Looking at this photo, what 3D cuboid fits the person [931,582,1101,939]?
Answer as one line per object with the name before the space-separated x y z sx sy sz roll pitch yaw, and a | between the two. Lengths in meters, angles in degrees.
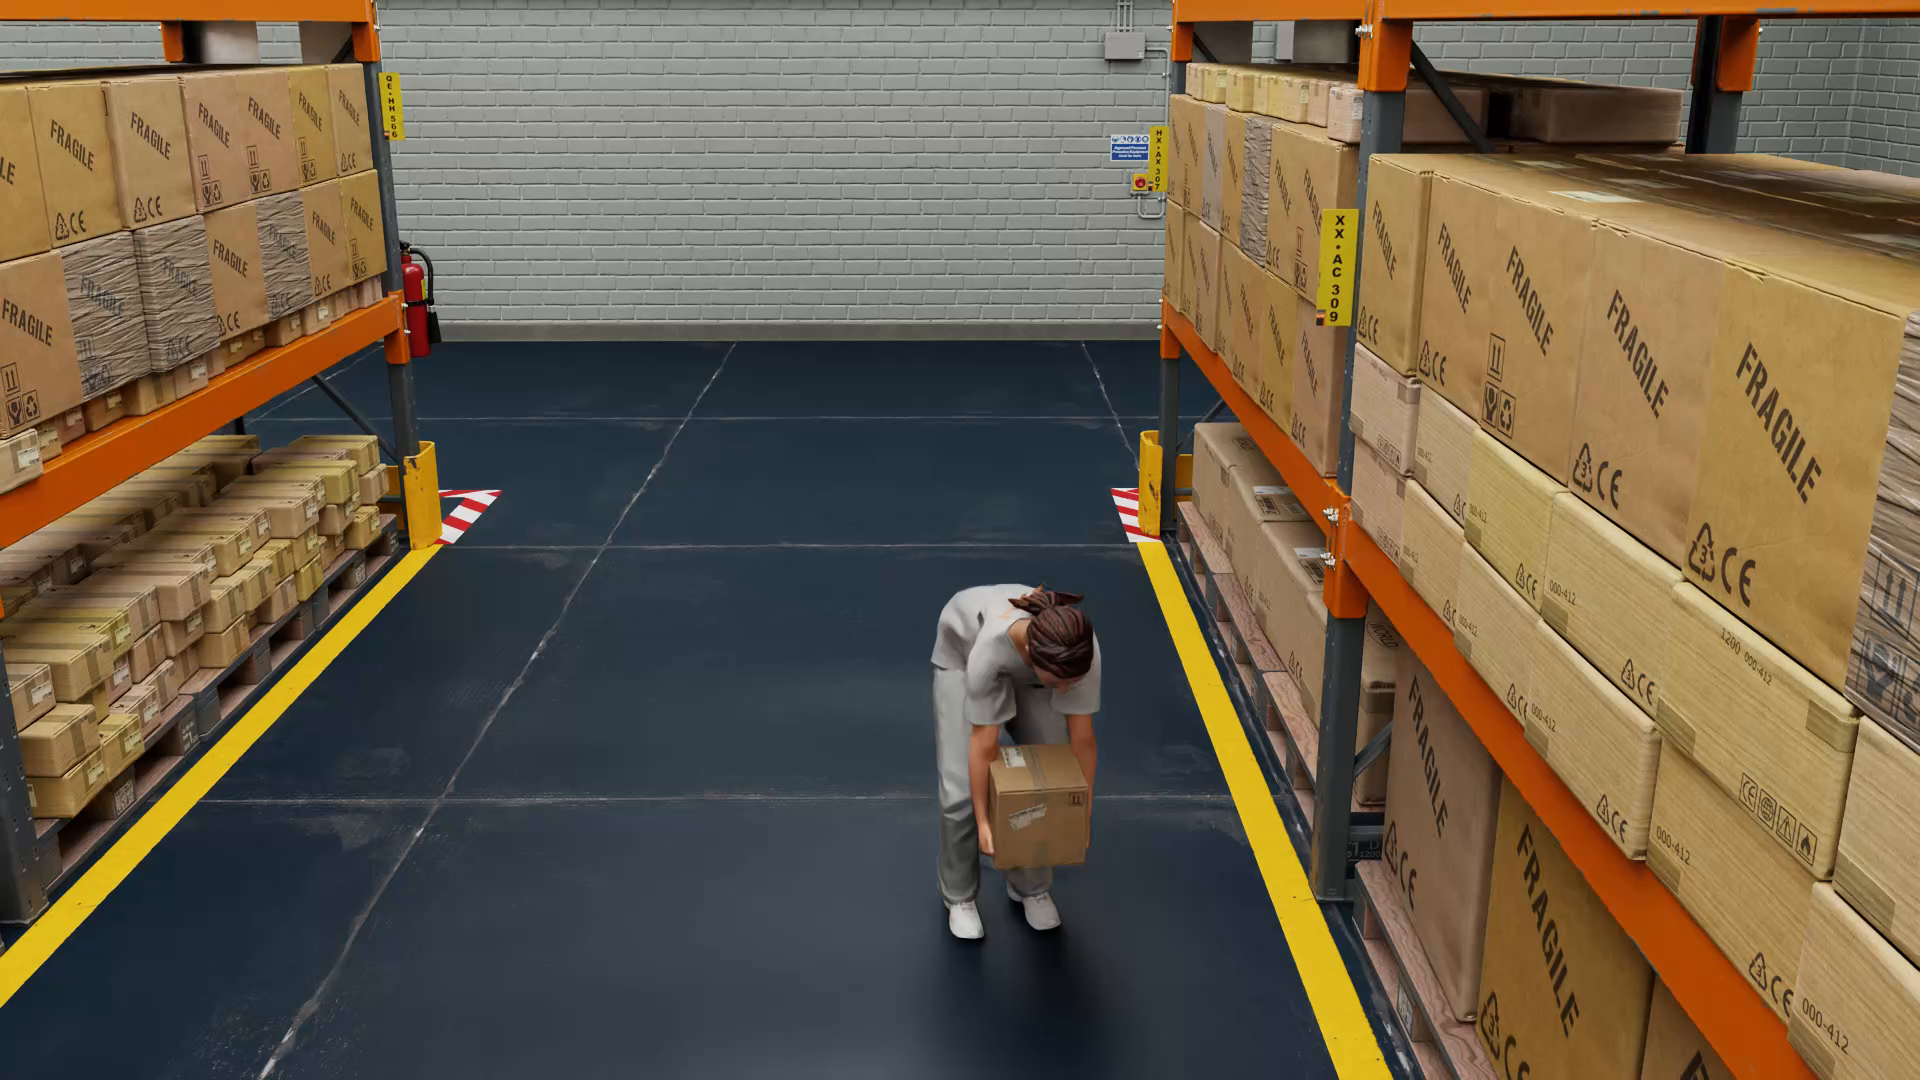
person | 0.175 0.652 4.765 0.417 1.193 0.853 -5 18 -15
